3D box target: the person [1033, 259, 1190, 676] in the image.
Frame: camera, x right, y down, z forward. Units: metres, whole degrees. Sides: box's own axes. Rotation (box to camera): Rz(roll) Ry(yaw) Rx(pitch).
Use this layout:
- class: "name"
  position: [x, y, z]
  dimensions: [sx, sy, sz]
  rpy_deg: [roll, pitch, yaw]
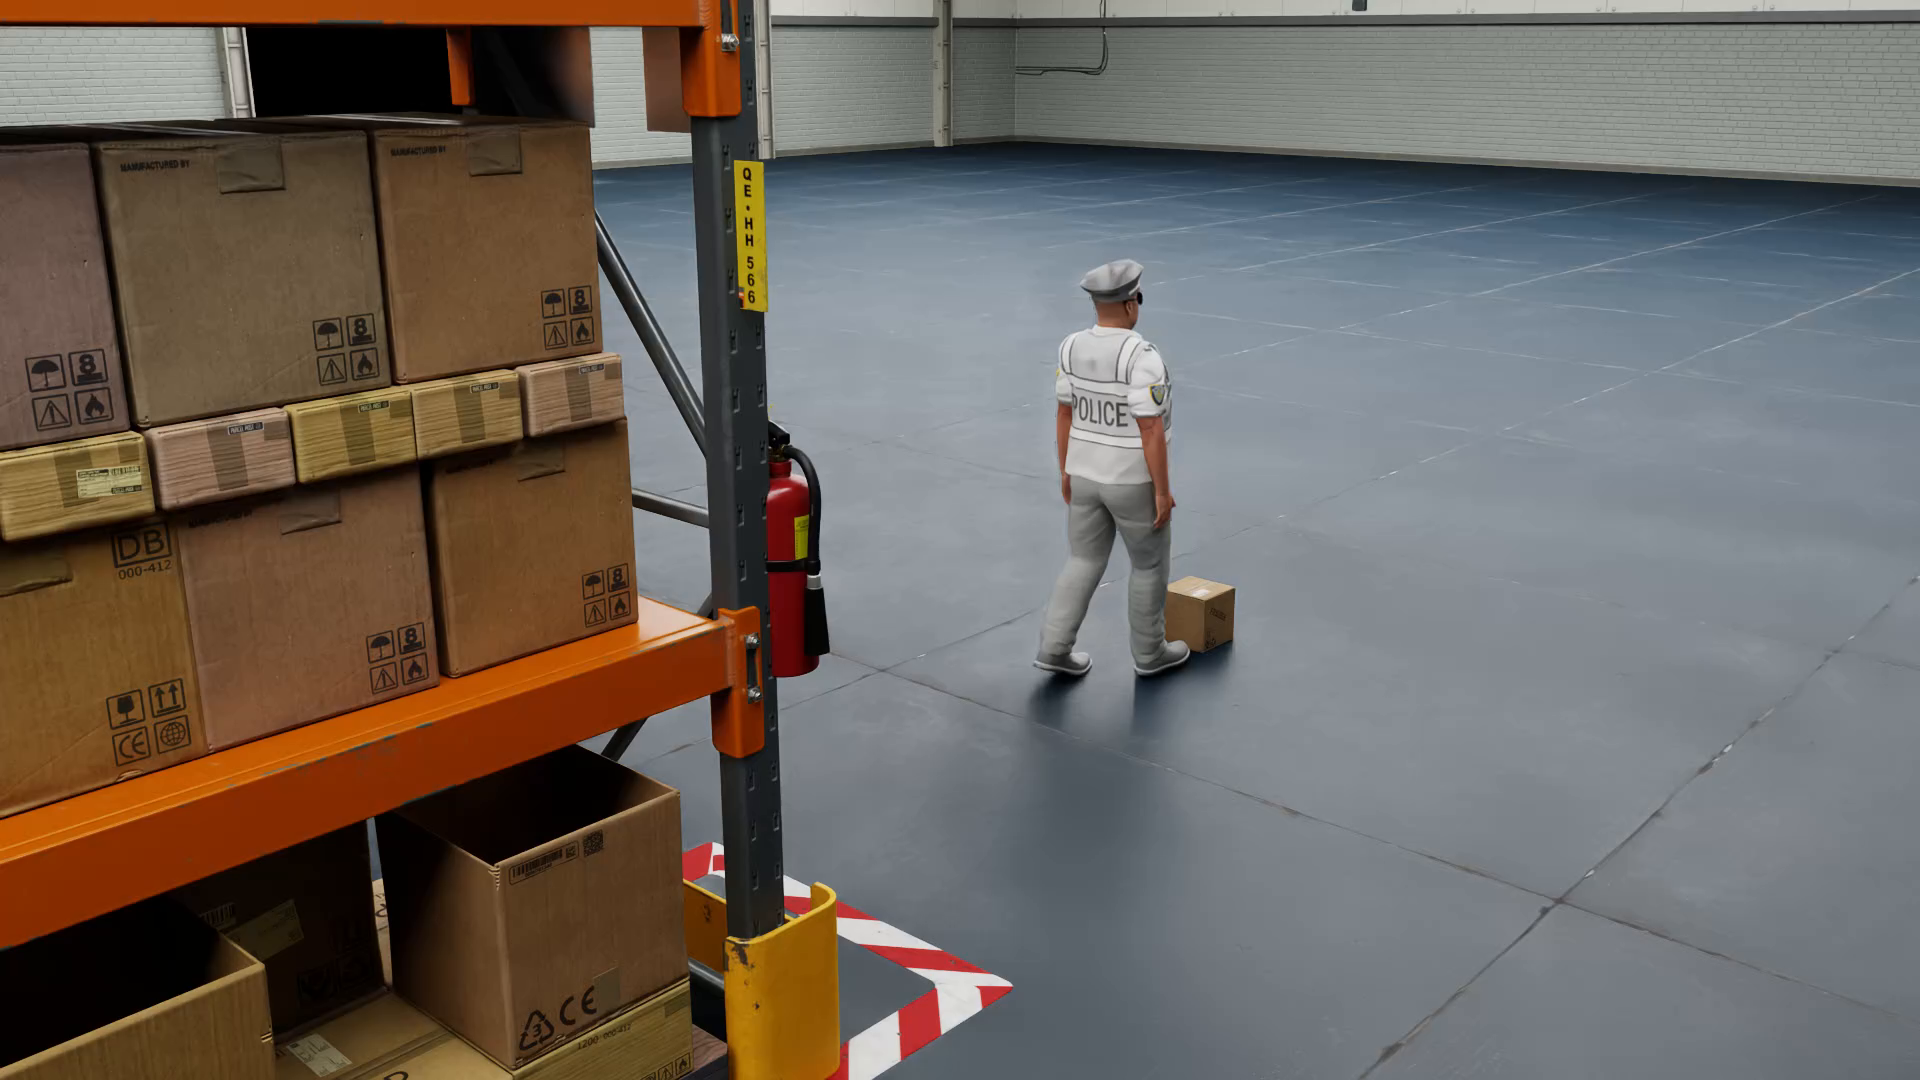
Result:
- class: "person"
  position: [0.674, -0.276, 6.890]
  dimensions: [0.556, 1.764, 0.711]
  rpy_deg: [16, 23, 42]
